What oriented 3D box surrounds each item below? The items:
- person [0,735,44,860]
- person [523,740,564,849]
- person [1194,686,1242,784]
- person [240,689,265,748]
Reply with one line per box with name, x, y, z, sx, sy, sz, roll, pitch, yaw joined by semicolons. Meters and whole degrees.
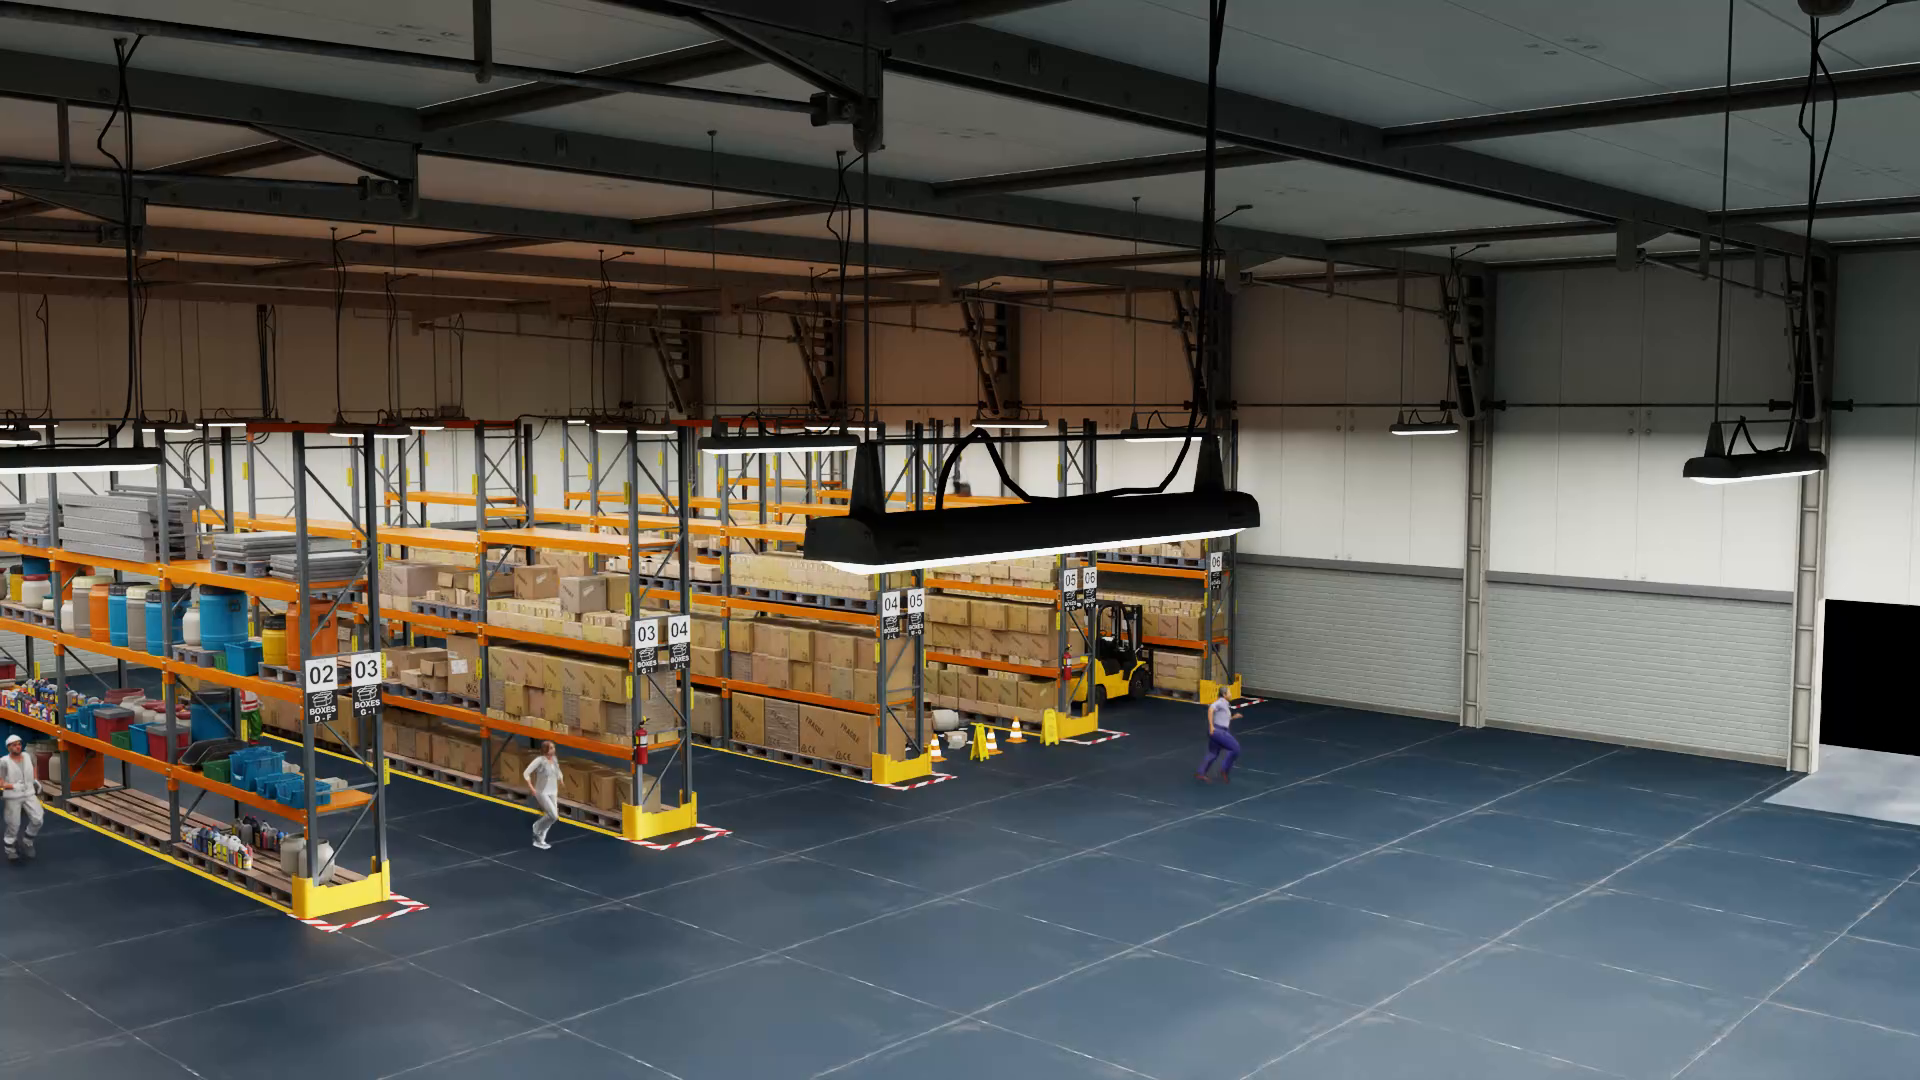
person;-12.959;3.558;22.957;0.698;1.754;0.637;4;6;38
person;-5.849;3.620;23.598;0.500;1.554;0.585;3;5;31
person;4.316;3.261;27.717;0.784;1.627;0.630;0;5;2
person;-12.779;3.035;29.704;0.797;1.748;0.646;3;6;33
